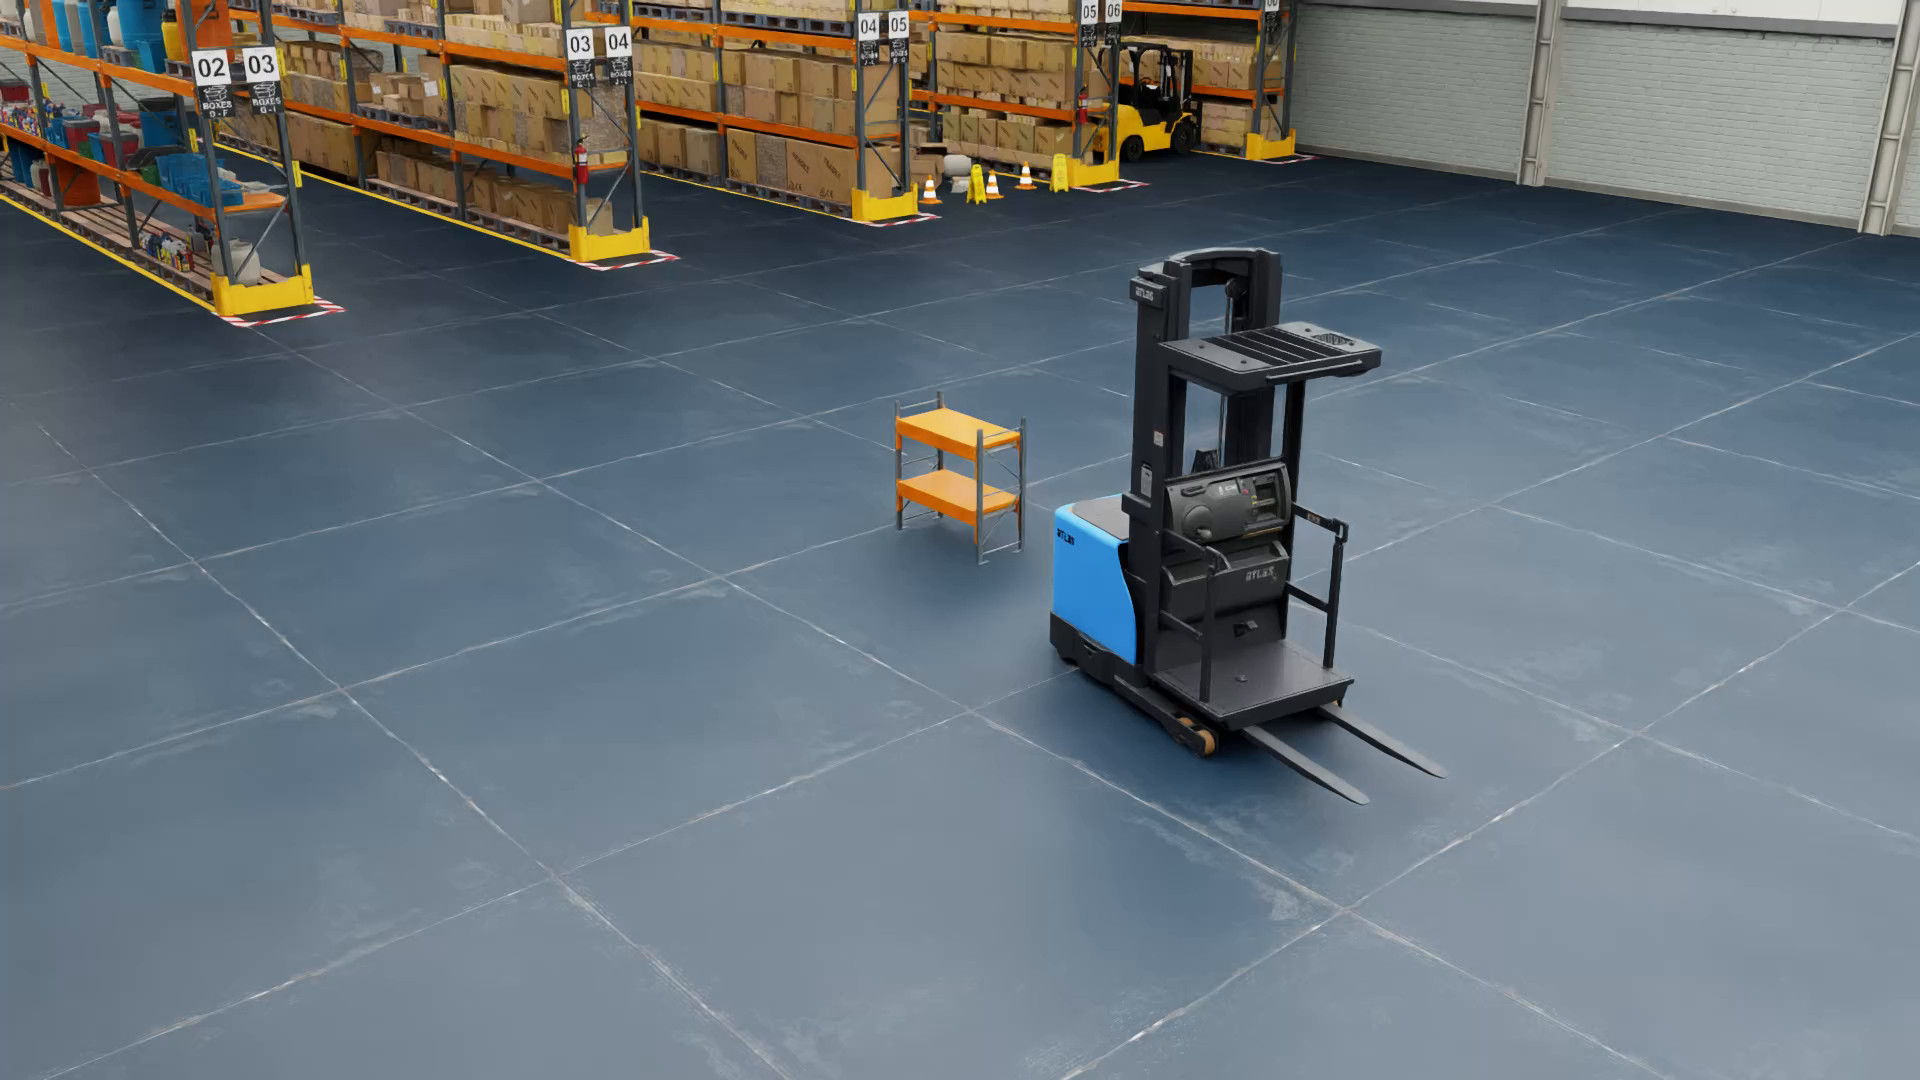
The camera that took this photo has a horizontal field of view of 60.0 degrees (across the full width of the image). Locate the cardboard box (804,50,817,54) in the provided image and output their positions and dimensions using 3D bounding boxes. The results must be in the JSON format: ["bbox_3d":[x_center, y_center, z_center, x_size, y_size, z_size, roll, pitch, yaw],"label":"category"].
[{"bbox_3d":[-3.288,-10.357,35.561,0.500,0.250,0.500,-18,27,-38],"label":"cardboard box"}]

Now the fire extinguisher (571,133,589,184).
[{"bbox_3d":[-5.339,-5.374,23.425,0.296,0.674,0.183,-17,27,-37],"label":"fire extinguisher"}]

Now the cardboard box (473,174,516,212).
[{"bbox_3d":[-7.445,-5.568,26.666,0.500,0.500,0.500,-18,28,-39],"label":"cardboard box"}]

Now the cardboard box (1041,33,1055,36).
[{"bbox_3d":[2.047,-11.337,37.516,0.380,0.149,0.250,-18,27,-38],"label":"cardboard box"}]

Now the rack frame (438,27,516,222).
[{"bbox_3d":[-7.676,-6.657,26.593,1.000,3.000,0.127,-17,27,-37],"label":"rack frame"}]

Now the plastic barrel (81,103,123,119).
[{"bbox_3d":[-13.507,-6.590,26.236,0.600,0.536,0.708,-17,27,-37],"label":"plastic barrel"}]

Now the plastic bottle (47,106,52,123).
[{"bbox_3d":[-15.424,-7.220,28.207,0.097,0.271,0.097,0,21,0],"label":"plastic bottle"}]

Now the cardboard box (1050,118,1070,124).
[{"bbox_3d":[1.765,-7.614,31.202,0.500,0.500,0.500,-19,28,-39],"label":"cardboard box"}]

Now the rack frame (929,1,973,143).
[{"bbox_3d":[-0.168,-9.016,32.616,1.000,3.000,0.127,-17,27,-37],"label":"rack frame"}]

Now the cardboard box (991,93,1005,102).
[{"bbox_3d":[0.808,-8.317,31.176,0.380,0.149,0.250,-18,27,-38],"label":"cardboard box"}]

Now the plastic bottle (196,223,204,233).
[{"bbox_3d":[-10.789,-4.340,23.706,0.144,0.351,0.185,-18,28,-39],"label":"plastic bottle"}]

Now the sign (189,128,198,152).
[{"bbox_3d":[-11.004,-5.735,23.859,0.100,0.325,0.005,-17,27,-37],"label":"sign"}]

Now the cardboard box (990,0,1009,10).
[{"bbox_3d":[0.903,-9.874,30.491,0.500,0.250,0.500,-17,27,-37],"label":"cardboard box"}]

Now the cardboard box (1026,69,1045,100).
[{"bbox_3d":[1.556,-8.320,30.294,0.500,0.500,0.500,-17,27,-37],"label":"cardboard box"}]

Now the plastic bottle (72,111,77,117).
[{"bbox_3d":[-14.671,-6.986,27.611,0.097,0.271,0.097,0,21,0],"label":"plastic bottle"}]

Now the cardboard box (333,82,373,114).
[{"bbox_3d":[-10.797,-7.886,29.594,0.500,0.500,0.500,-16,27,-36],"label":"cardboard box"}]

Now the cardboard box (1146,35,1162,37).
[{"bbox_3d":[4.159,-10.590,35.201,0.380,0.149,0.250,-18,28,-39],"label":"cardboard box"}]

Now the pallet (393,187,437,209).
[{"bbox_3d":[-8.986,-5.910,28.511,1.003,0.211,1.213,-17,27,-37],"label":"pallet"}]

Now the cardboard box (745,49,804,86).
[{"bbox_3d":[-3.191,-8.148,28.714,0.875,0.550,0.550,-17,27,-37],"label":"cardboard box"}]

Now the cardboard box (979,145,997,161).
[{"bbox_3d":[0.717,-7.413,31.719,0.500,0.250,0.500,-18,28,-38],"label":"cardboard box"}]

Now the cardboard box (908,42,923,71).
[{"bbox_3d":[-0.968,-9.606,33.003,0.500,0.500,0.500,-17,27,-37],"label":"cardboard box"}]

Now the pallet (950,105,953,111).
[{"bbox_3d":[0.520,-10.221,39.516,1.003,0.211,1.213,-17,27,-37],"label":"pallet"}]

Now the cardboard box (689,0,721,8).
[{"bbox_3d":[-4.435,-9.536,29.323,0.500,0.250,0.500,-17,27,-37],"label":"cardboard box"}]

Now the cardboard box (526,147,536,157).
[{"bbox_3d":[-6.236,-5.806,24.765,0.380,0.149,0.250,-17,27,-37],"label":"cardboard box"}]

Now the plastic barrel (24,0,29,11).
[{"bbox_3d":[-14.408,-8.533,26.105,0.600,0.830,0.708,-17,27,-37],"label":"plastic barrel"}]

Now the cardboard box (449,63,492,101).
[{"bbox_3d":[-7.575,-7.123,25.866,0.500,0.500,0.500,-17,27,-37],"label":"cardboard box"}]

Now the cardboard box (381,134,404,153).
[{"bbox_3d":[-9.827,-6.974,29.199,0.500,0.250,0.500,-16,27,-35],"label":"cardboard box"}]

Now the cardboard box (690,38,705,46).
[{"bbox_3d":[-5.887,-11.340,38.413,0.500,0.500,0.500,-17,27,-37],"label":"cardboard box"}]

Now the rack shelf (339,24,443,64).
[{"bbox_3d":[-8.981,-8.271,27.588,1.077,0.370,4.000,-17,27,-37],"label":"rack shelf"}]

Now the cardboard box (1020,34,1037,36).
[{"bbox_3d":[1.506,-11.287,37.387,0.380,0.149,0.250,-17,27,-37],"label":"cardboard box"}]

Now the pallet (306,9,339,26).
[{"bbox_3d":[-10.747,-9.236,29.324,1.213,0.211,1.003,-16,26,-35],"label":"pallet"}]

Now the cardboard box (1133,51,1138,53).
[{"bbox_3d":[3.769,-10.325,34.933,0.380,0.149,0.250,-17,27,-36],"label":"cardboard box"}]

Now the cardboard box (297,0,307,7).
[{"bbox_3d":[-11.637,-9.962,30.200,0.797,0.503,0.637,-18,28,-38],"label":"cardboard box"}]

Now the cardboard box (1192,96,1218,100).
[{"bbox_3d":[5.054,-9.073,34.586,0.500,0.250,0.500,-18,28,-38],"label":"cardboard box"}]

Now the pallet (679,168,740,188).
[{"bbox_3d":[-4.413,-6.707,30.543,1.003,0.211,1.213,-17,27,-37],"label":"pallet"}]

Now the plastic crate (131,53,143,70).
[{"bbox_3d":[-10.605,-6.275,21.796,0.336,0.188,0.450,-17,27,-37],"label":"plastic crate"}]

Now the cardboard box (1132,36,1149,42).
[{"bbox_3d":[3.825,-10.480,34.921,0.380,0.149,0.250,-17,27,-37],"label":"cardboard box"}]

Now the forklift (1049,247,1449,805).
[{"bbox_3d":[1.795,-0.214,10.237,1.130,2.935,3.031,-12,24,-27],"label":"forklift"}]

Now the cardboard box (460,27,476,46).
[{"bbox_3d":[-7.227,-7.653,25.230,0.500,0.250,0.500,-18,28,-38],"label":"cardboard box"}]

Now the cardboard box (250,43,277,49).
[{"bbox_3d":[-13.401,-9.348,32.234,0.500,0.500,0.500,-16,27,-36],"label":"cardboard box"}]

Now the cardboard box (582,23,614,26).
[{"bbox_3d":[-5.165,-7.290,23.755,0.380,0.149,0.250,-17,27,-36],"label":"cardboard box"}]

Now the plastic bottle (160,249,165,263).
[{"bbox_3d":[-10.925,-3.922,22.844,0.097,0.201,0.097,0,21,0],"label":"plastic bottle"}]

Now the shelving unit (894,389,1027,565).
[{"bbox_3d":[-0.004,-0.526,13.510,0.538,1.125,1.048,-17,27,-37],"label":"shelving unit"}]

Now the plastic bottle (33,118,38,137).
[{"bbox_3d":[-14.777,-6.603,26.614,0.061,0.283,0.133,-17,27,-37],"label":"plastic bottle"}]

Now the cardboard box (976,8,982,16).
[{"bbox_3d":[0.523,-9.868,31.024,0.380,0.149,0.250,-19,28,-39],"label":"cardboard box"}]

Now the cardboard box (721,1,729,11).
[{"bbox_3d":[-3.872,-9.150,28.477,0.380,0.149,0.250,-18,28,-38],"label":"cardboard box"}]

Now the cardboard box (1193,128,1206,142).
[{"bbox_3d":[5.017,-8.343,34.093,0.500,0.250,0.500,-17,27,-37],"label":"cardboard box"}]

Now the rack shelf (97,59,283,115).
[{"bbox_3d":[-10.123,-5.987,21.756,1.077,0.370,4.000,-17,27,-37],"label":"rack shelf"}]

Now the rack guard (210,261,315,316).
[{"bbox_3d":[-8.902,-3.219,21.242,1.175,0.500,0.348,-17,27,-37],"label":"rack guard"}]

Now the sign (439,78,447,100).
[{"bbox_3d":[-8.094,-7.063,26.042,0.100,0.325,0.005,-17,27,-37],"label":"sign"}]

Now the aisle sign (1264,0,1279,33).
[{"bbox_3d":[6.021,-10.216,32.115,0.394,0.787,0.004,-17,27,-37],"label":"aisle sign"}]

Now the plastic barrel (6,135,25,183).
[{"bbox_3d":[-16.308,-6.752,29.138,0.600,0.901,0.708,-17,27,-37],"label":"plastic barrel"}]

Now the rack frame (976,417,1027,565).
[{"bbox_3d":[0.327,-0.385,13.151,0.500,1.125,0.032,-17,27,-37],"label":"rack frame"}]

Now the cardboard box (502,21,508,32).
[{"bbox_3d":[-6.470,-7.515,24.329,0.380,0.149,0.250,-19,28,-40],"label":"cardboard box"}]

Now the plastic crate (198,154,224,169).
[{"bbox_3d":[-10.500,-5.167,22.994,0.499,0.251,0.616,-17,27,-37],"label":"plastic crate"}]
